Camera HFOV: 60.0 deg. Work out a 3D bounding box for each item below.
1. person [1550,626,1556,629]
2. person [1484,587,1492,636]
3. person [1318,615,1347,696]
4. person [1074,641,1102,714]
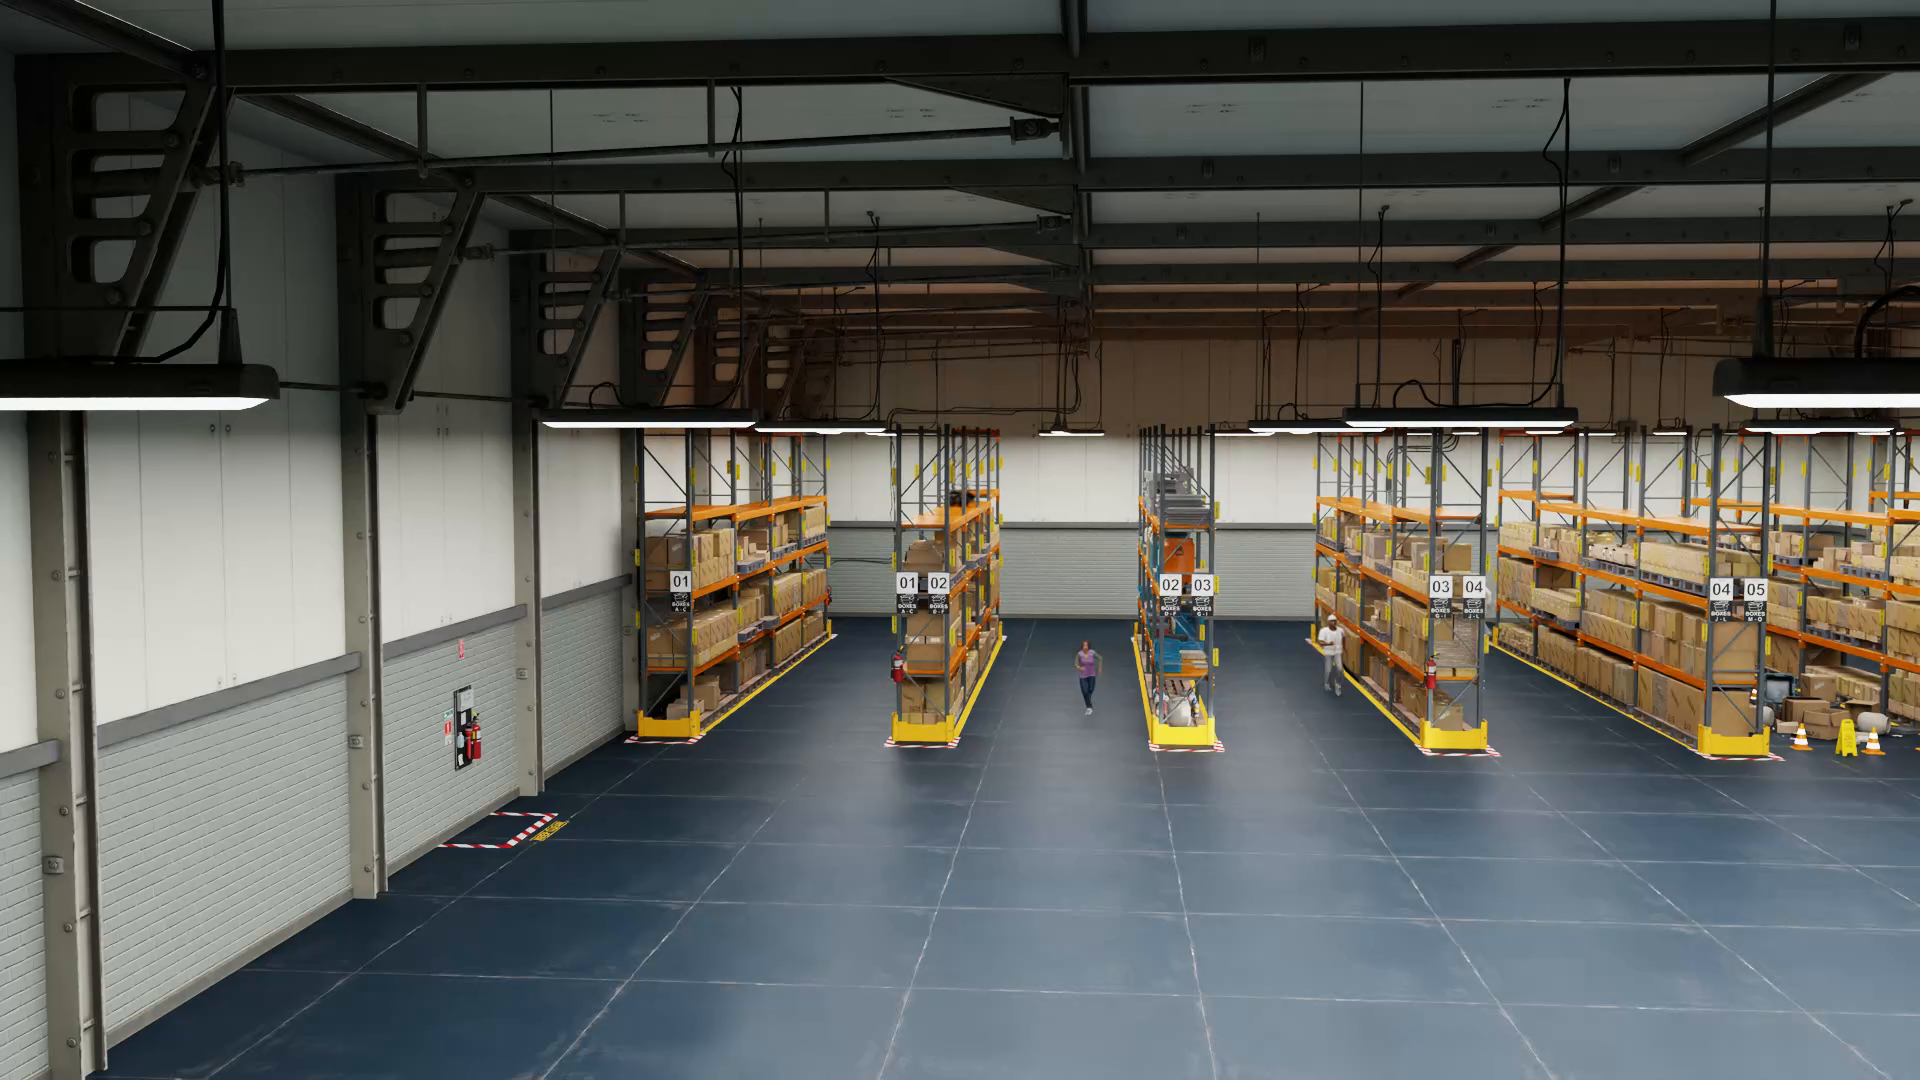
[{"bbox_3d":[17.007,2.007,47.309,0.865,1.693,0.677,0,3,0],"label":"person"},{"bbox_3d":[14.711,1.972,47.290,0.904,1.822,0.720,-1,4,-18],"label":"person"},{"bbox_3d":[8.350,2.578,37.232,0.666,1.811,0.736,0,3,1],"label":"person"},{"bbox_3d":[2.658,2.858,34.458,0.578,1.533,0.629,0,3,3],"label":"person"}]
